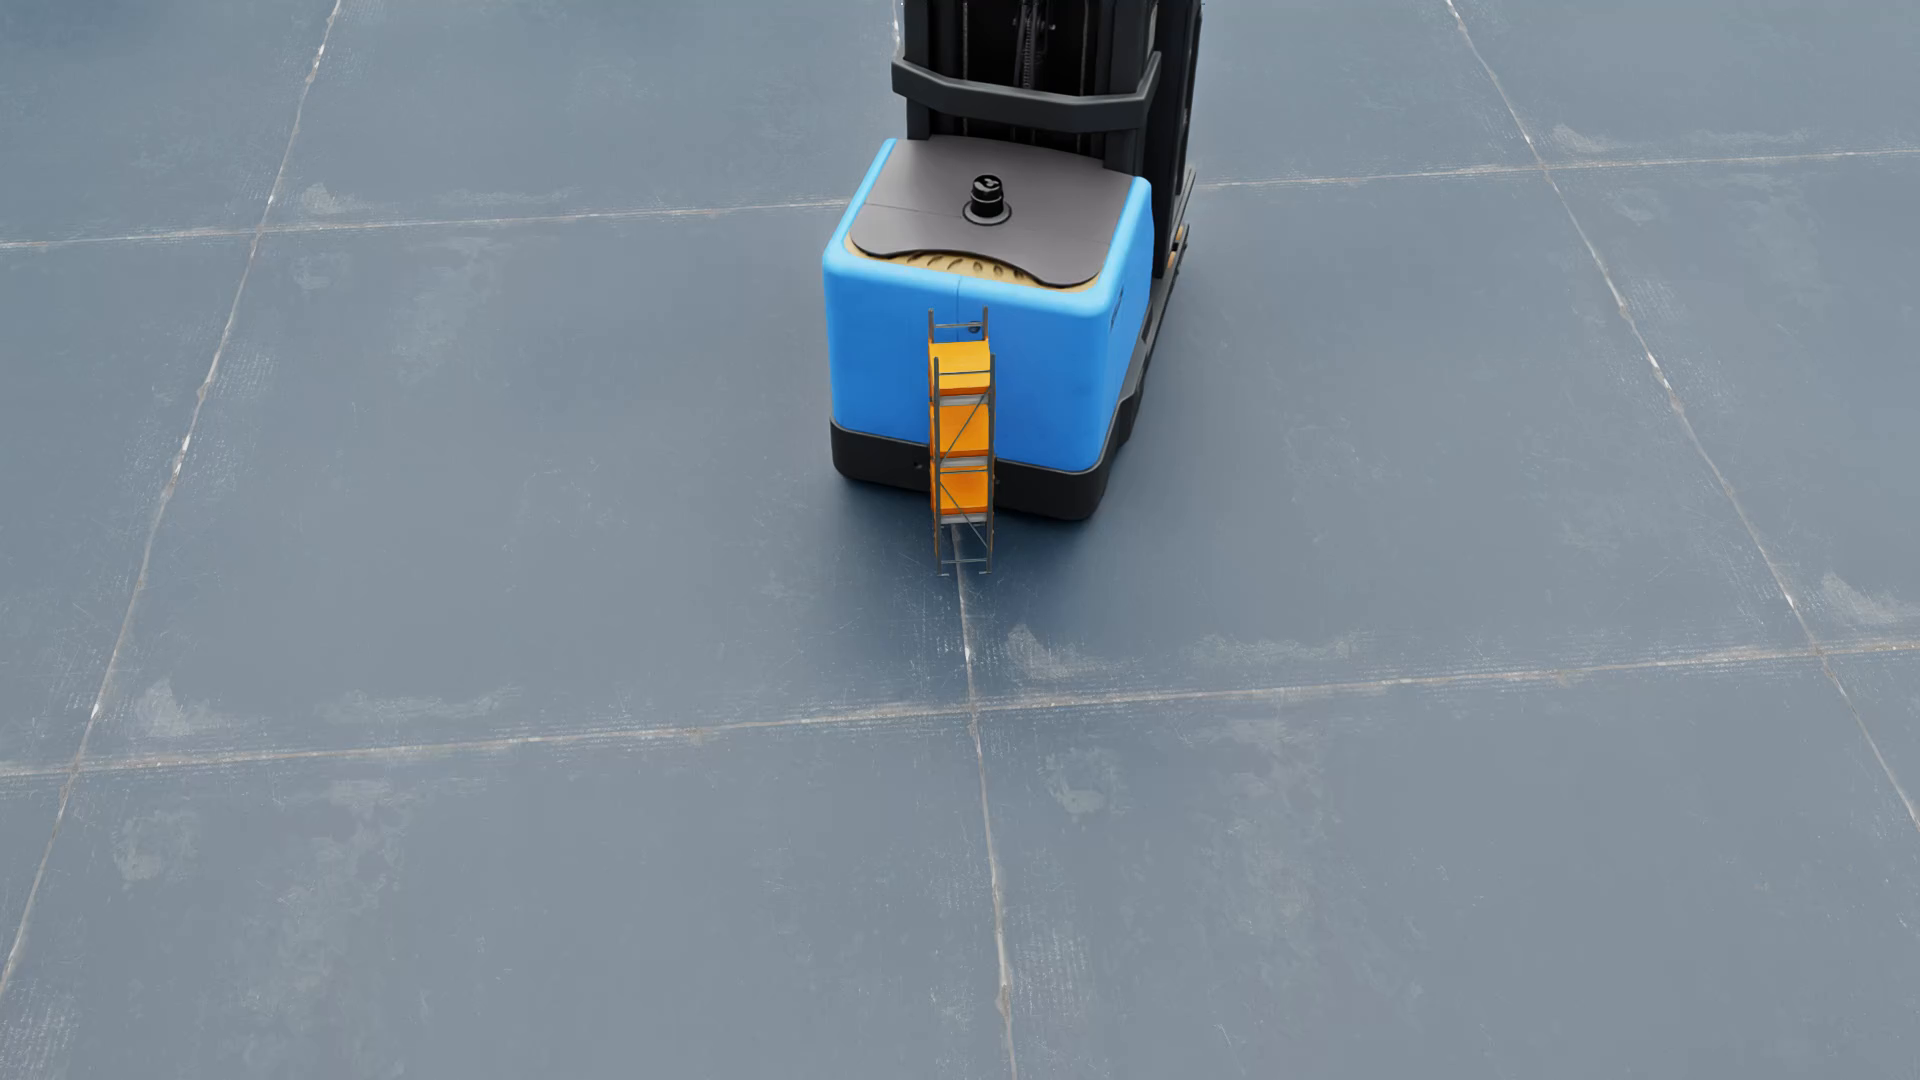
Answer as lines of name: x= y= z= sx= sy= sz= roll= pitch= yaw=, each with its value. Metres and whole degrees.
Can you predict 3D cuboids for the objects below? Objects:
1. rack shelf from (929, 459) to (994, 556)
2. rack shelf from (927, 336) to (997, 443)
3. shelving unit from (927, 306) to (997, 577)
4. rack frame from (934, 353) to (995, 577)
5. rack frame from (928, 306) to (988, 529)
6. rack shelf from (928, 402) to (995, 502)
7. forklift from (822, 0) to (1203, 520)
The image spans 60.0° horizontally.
rack shelf: x=0.004 y=-0.124 z=6.042 sx=0.215 sy=0.259 sz=0.240 roll=-3 pitch=47 yaw=-3
rack shelf: x=0.004 y=-0.510 z=5.634 sx=0.215 sy=0.259 sz=0.240 roll=-3 pitch=47 yaw=-3
shelving unit: x=0.004 y=-0.322 z=5.832 sx=0.215 sy=1.050 sz=0.252 roll=-3 pitch=47 yaw=-3
rack frame: x=0.015 y=-0.234 z=5.749 sx=0.200 sy=1.050 sz=0.008 roll=-3 pitch=47 yaw=-3
rack frame: x=-0.006 y=-0.411 z=5.916 sx=0.200 sy=1.050 sz=0.008 roll=-3 pitch=47 yaw=-3
rack shelf: x=0.004 y=-0.315 z=5.840 sx=0.215 sy=0.259 sz=0.240 roll=-3 pitch=47 yaw=-3
forklift: x=0.392 y=-2.176 z=6.292 sx=1.130 sy=2.935 sz=3.031 roll=11 pitch=48 yaw=11
